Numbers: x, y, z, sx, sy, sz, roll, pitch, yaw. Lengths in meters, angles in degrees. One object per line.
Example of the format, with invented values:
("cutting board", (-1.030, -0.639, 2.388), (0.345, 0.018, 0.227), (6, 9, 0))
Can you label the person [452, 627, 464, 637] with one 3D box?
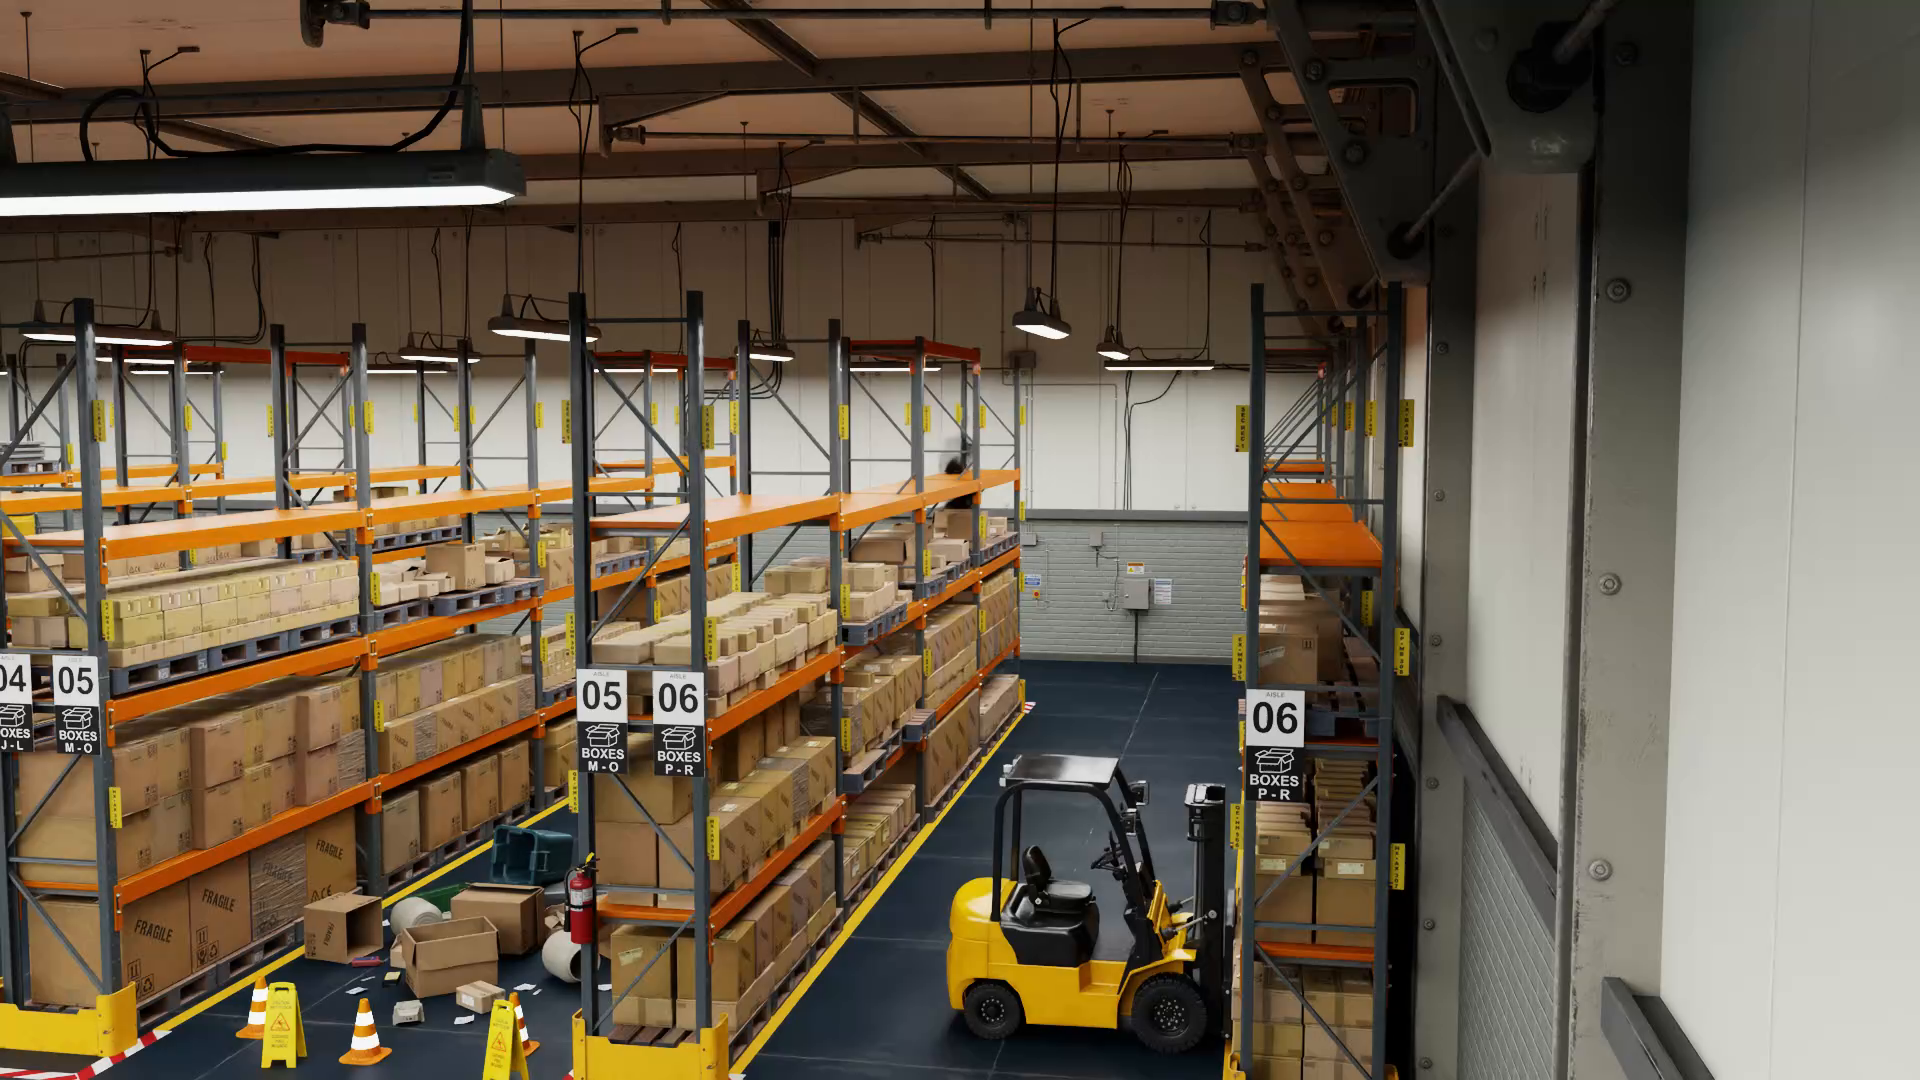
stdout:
("person", (-7.985, 2.200, 26.701), (0.565, 1.669, 0.761), (0, 5, -2))
